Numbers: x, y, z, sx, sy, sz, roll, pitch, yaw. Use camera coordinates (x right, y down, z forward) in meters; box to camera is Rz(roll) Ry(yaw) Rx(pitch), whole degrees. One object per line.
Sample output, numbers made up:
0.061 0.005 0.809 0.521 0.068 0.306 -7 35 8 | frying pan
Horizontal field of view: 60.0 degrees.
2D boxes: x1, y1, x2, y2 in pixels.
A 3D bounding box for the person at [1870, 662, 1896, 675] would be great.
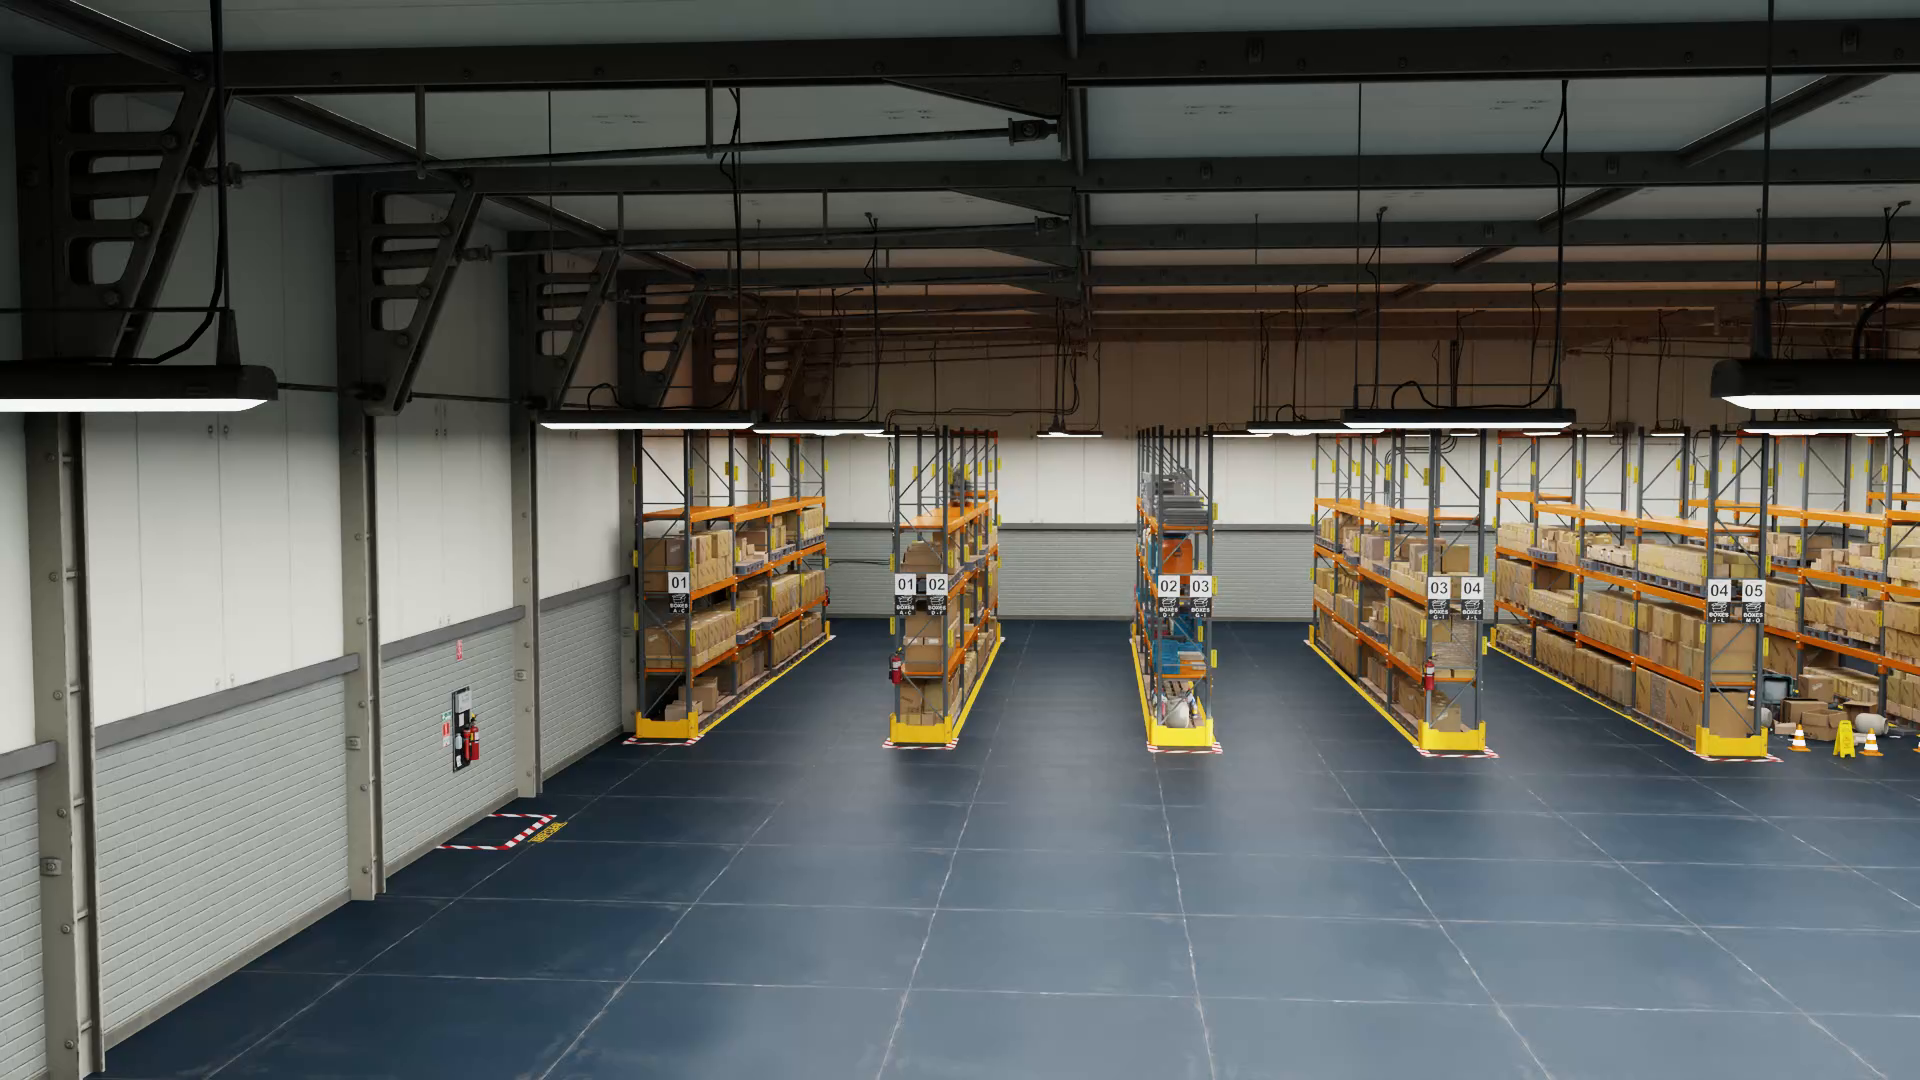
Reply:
22.408 2.461 40.380 0.519 1.743 0.799 0 3 -5 | person
